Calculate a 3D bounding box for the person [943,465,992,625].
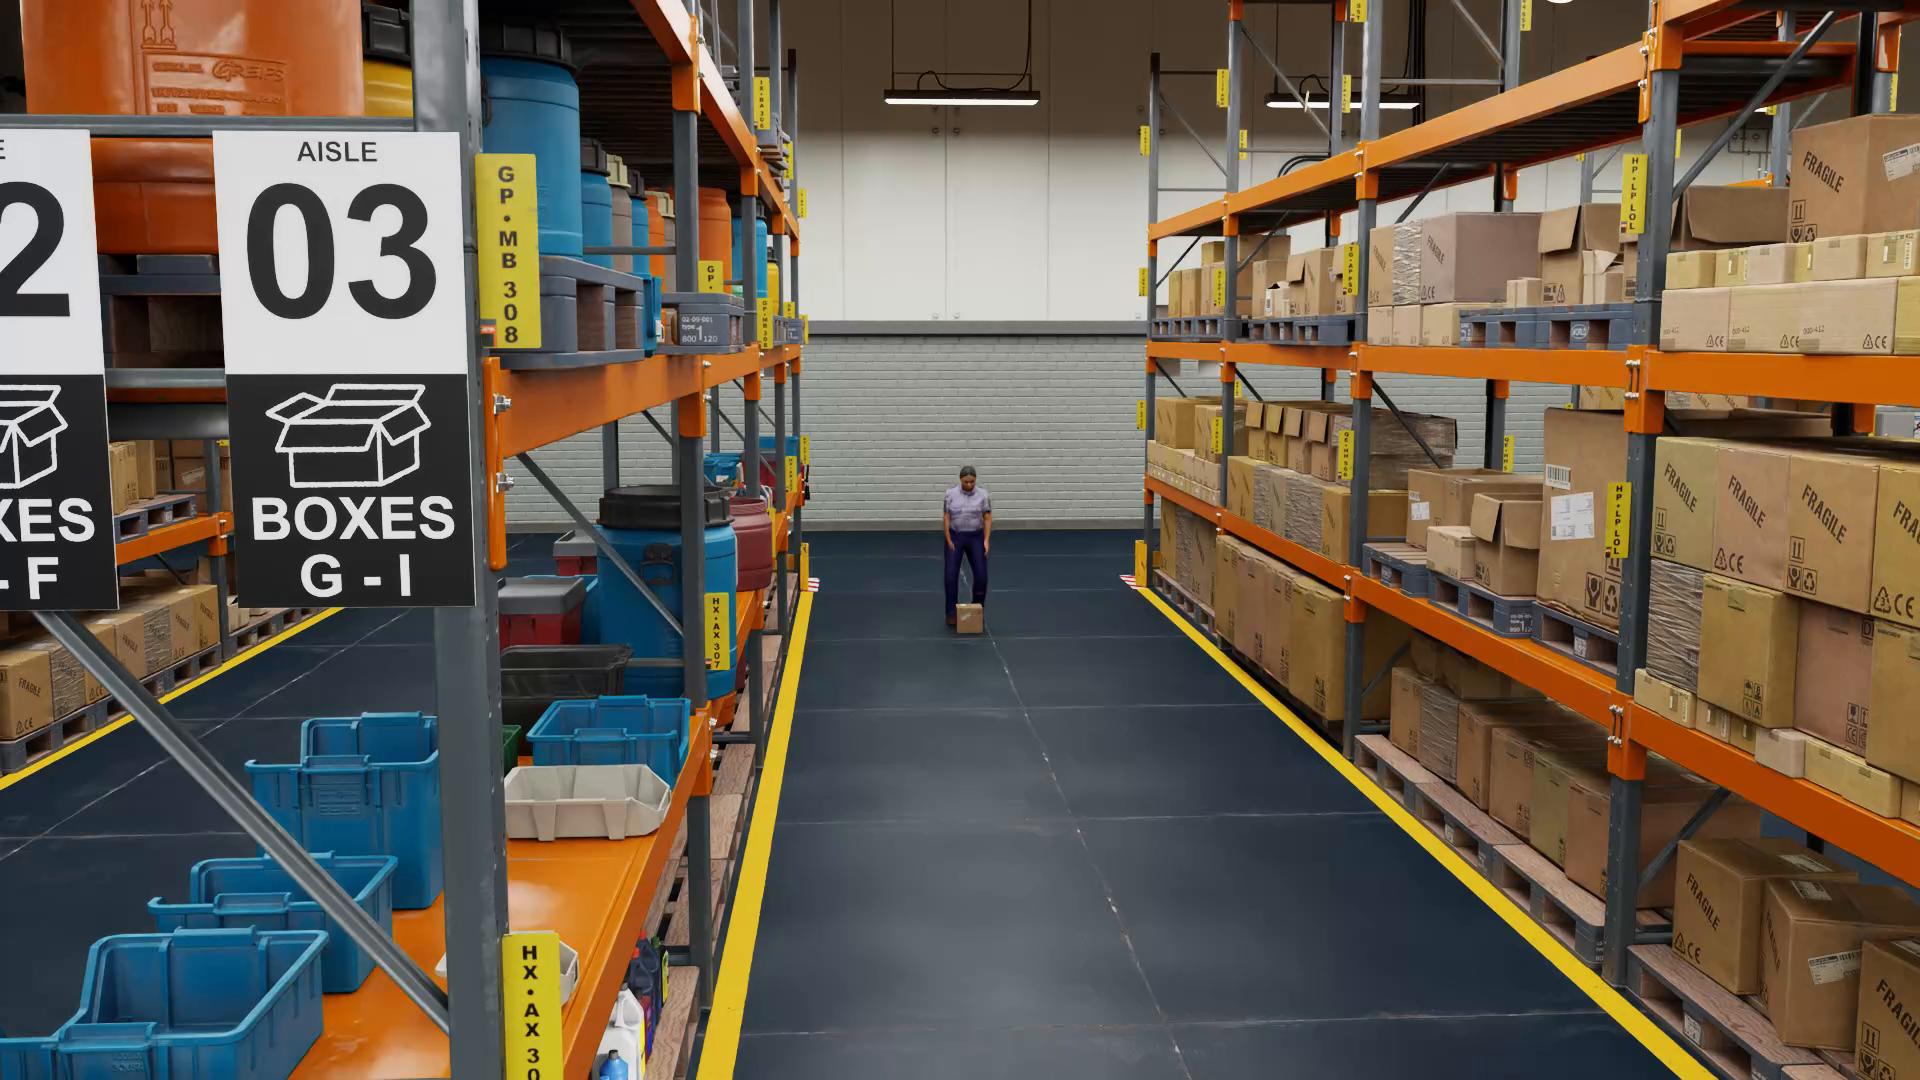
[{"bbox_3d":[0.077,0.044,16.676,0.496,1.607,0.391,0,7,-2],"label":"person"}]
